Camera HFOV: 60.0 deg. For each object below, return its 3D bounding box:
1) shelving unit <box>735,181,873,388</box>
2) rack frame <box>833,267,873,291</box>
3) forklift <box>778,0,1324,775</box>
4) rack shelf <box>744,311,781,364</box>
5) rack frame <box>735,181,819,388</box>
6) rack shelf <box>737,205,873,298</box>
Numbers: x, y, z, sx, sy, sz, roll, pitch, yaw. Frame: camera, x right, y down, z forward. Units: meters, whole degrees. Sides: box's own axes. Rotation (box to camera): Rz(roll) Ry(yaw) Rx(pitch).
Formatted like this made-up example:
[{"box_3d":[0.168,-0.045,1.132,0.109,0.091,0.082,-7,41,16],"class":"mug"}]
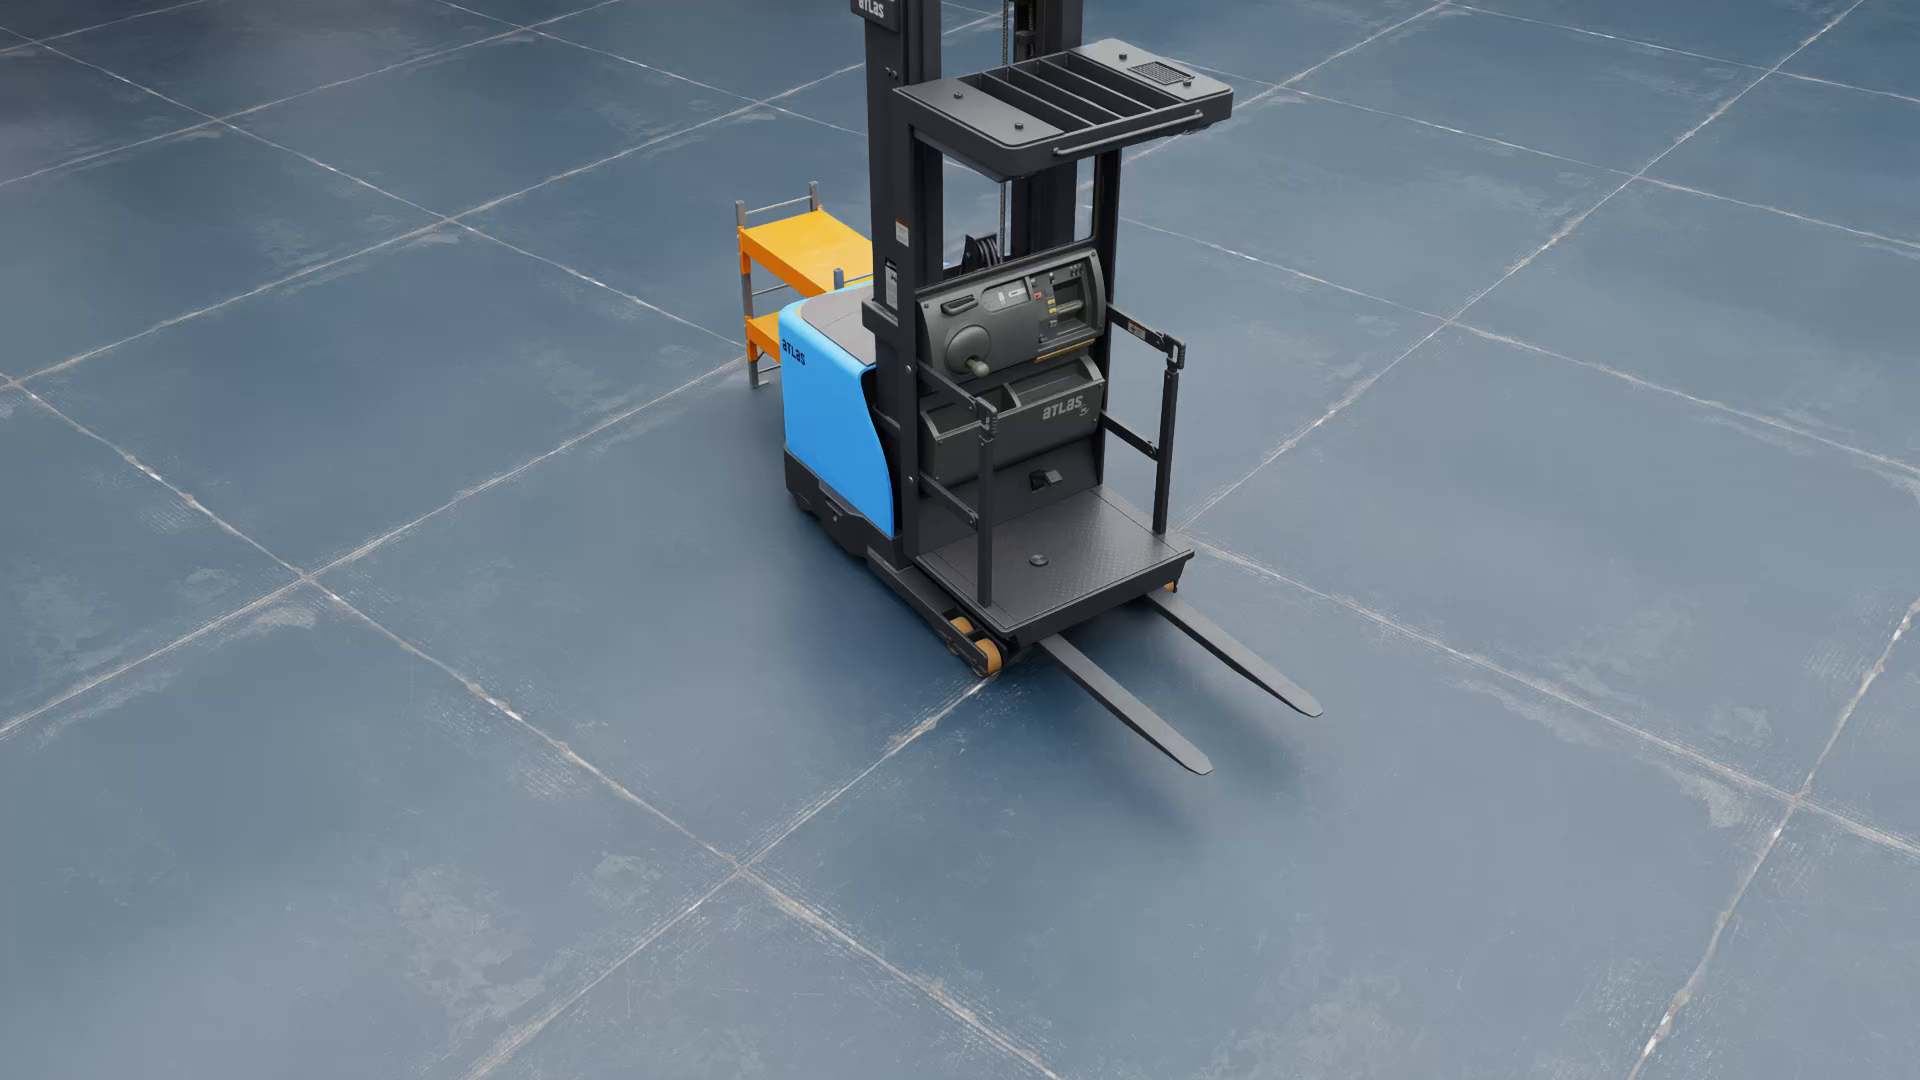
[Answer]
[{"box_3d":[-0.702,-1.183,8.980,0.538,1.125,1.048,-21,40,-28],"class":"shelving unit"},{"box_3d":[-0.413,-0.947,8.635,0.500,1.125,0.032,-21,40,-28],"class":"rack frame"},{"box_3d":[0.360,-0.915,6.993,1.130,2.935,3.031,-21,40,-28],"class":"forklift"},{"box_3d":[-0.702,-0.982,9.118,0.538,0.278,1.000,-21,40,-28],"class":"rack shelf"},{"box_3d":[-0.991,-1.420,9.324,0.500,1.125,0.032,-21,40,-28],"class":"rack frame"},{"box_3d":[-0.702,-1.425,8.814,0.538,0.278,1.000,-21,40,-28],"class":"rack shelf"}]
